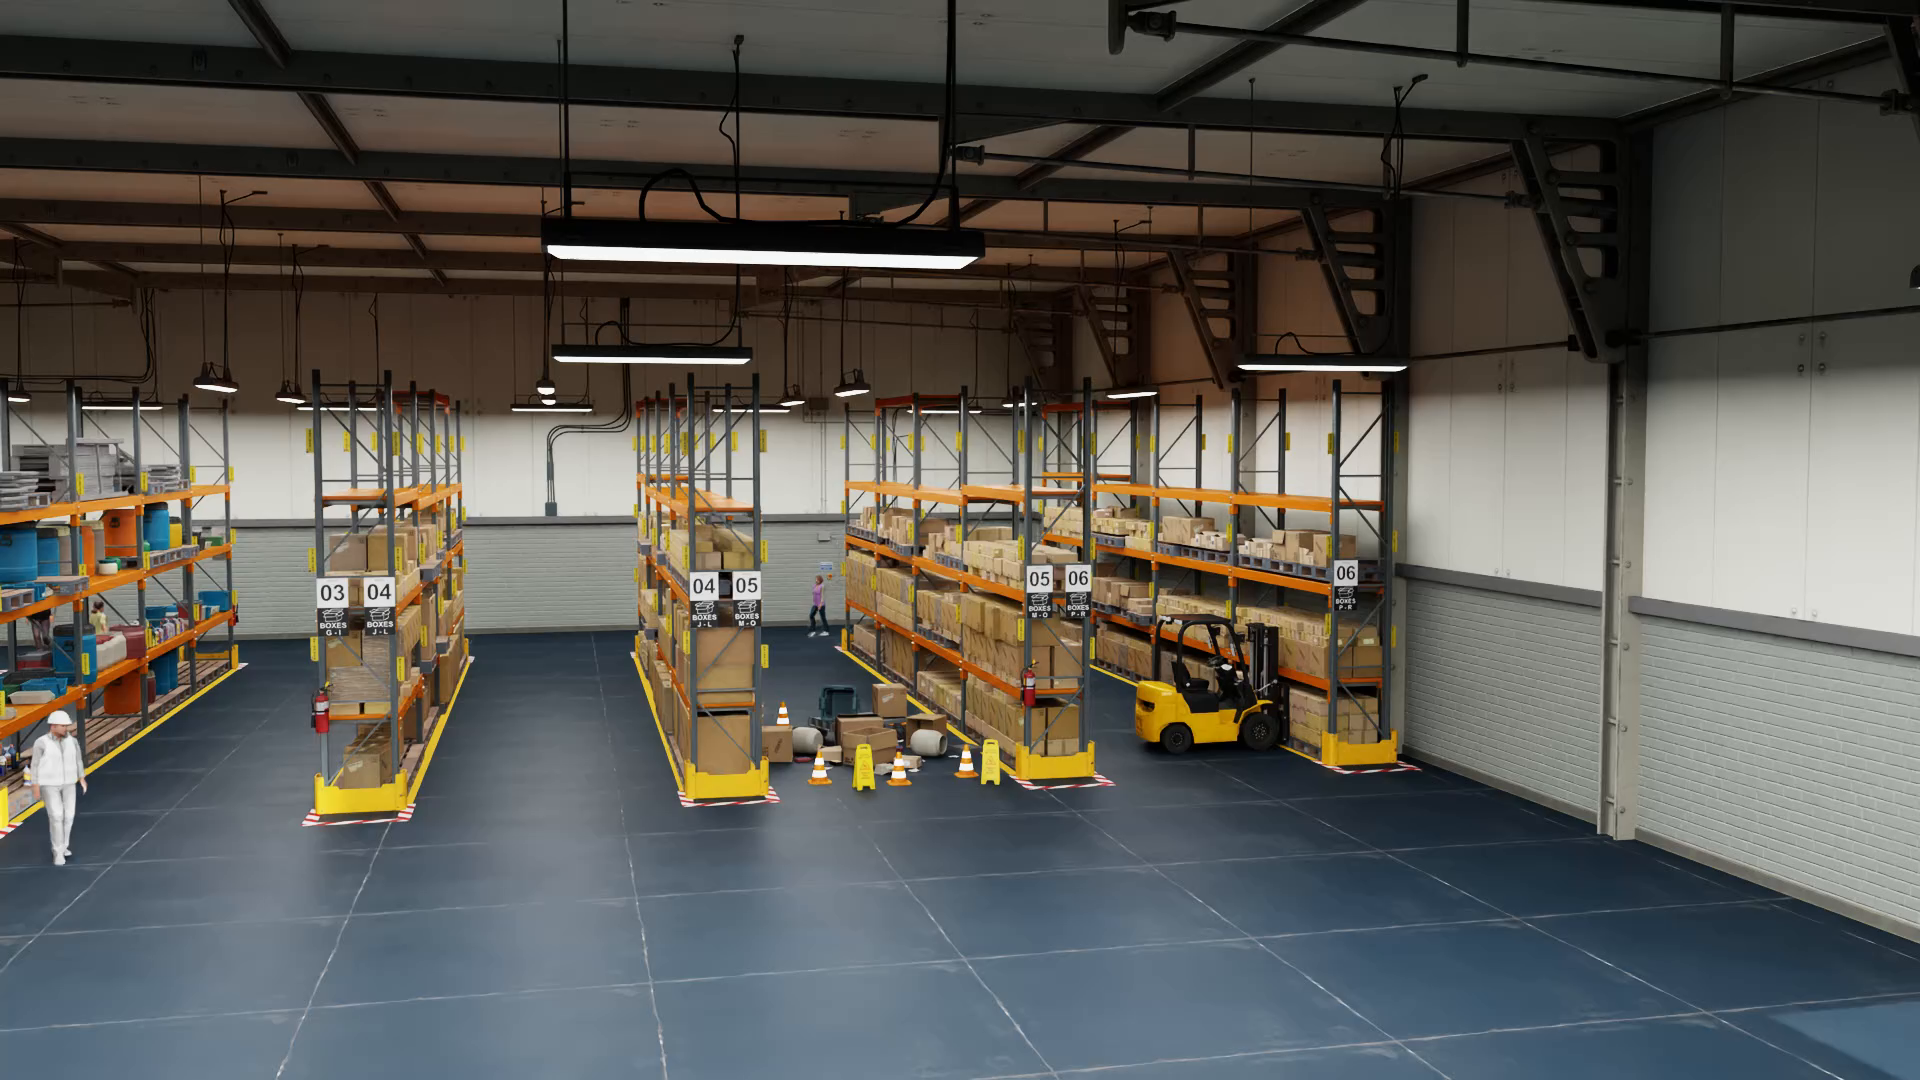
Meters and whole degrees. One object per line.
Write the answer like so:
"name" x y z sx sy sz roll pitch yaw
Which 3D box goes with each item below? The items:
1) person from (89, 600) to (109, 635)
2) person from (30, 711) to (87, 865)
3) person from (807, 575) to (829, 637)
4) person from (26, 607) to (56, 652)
"person" -18.347 2.127 35.410 0.480 1.673 0.491 1 4 24
"person" -10.824 2.982 20.054 0.599 1.822 0.565 2 4 35
"person" -3.659 1.733 43.153 0.597 1.647 0.488 -3 4 -37
"person" -21.826 1.891 39.464 0.673 1.673 0.589 -1 4 -21
